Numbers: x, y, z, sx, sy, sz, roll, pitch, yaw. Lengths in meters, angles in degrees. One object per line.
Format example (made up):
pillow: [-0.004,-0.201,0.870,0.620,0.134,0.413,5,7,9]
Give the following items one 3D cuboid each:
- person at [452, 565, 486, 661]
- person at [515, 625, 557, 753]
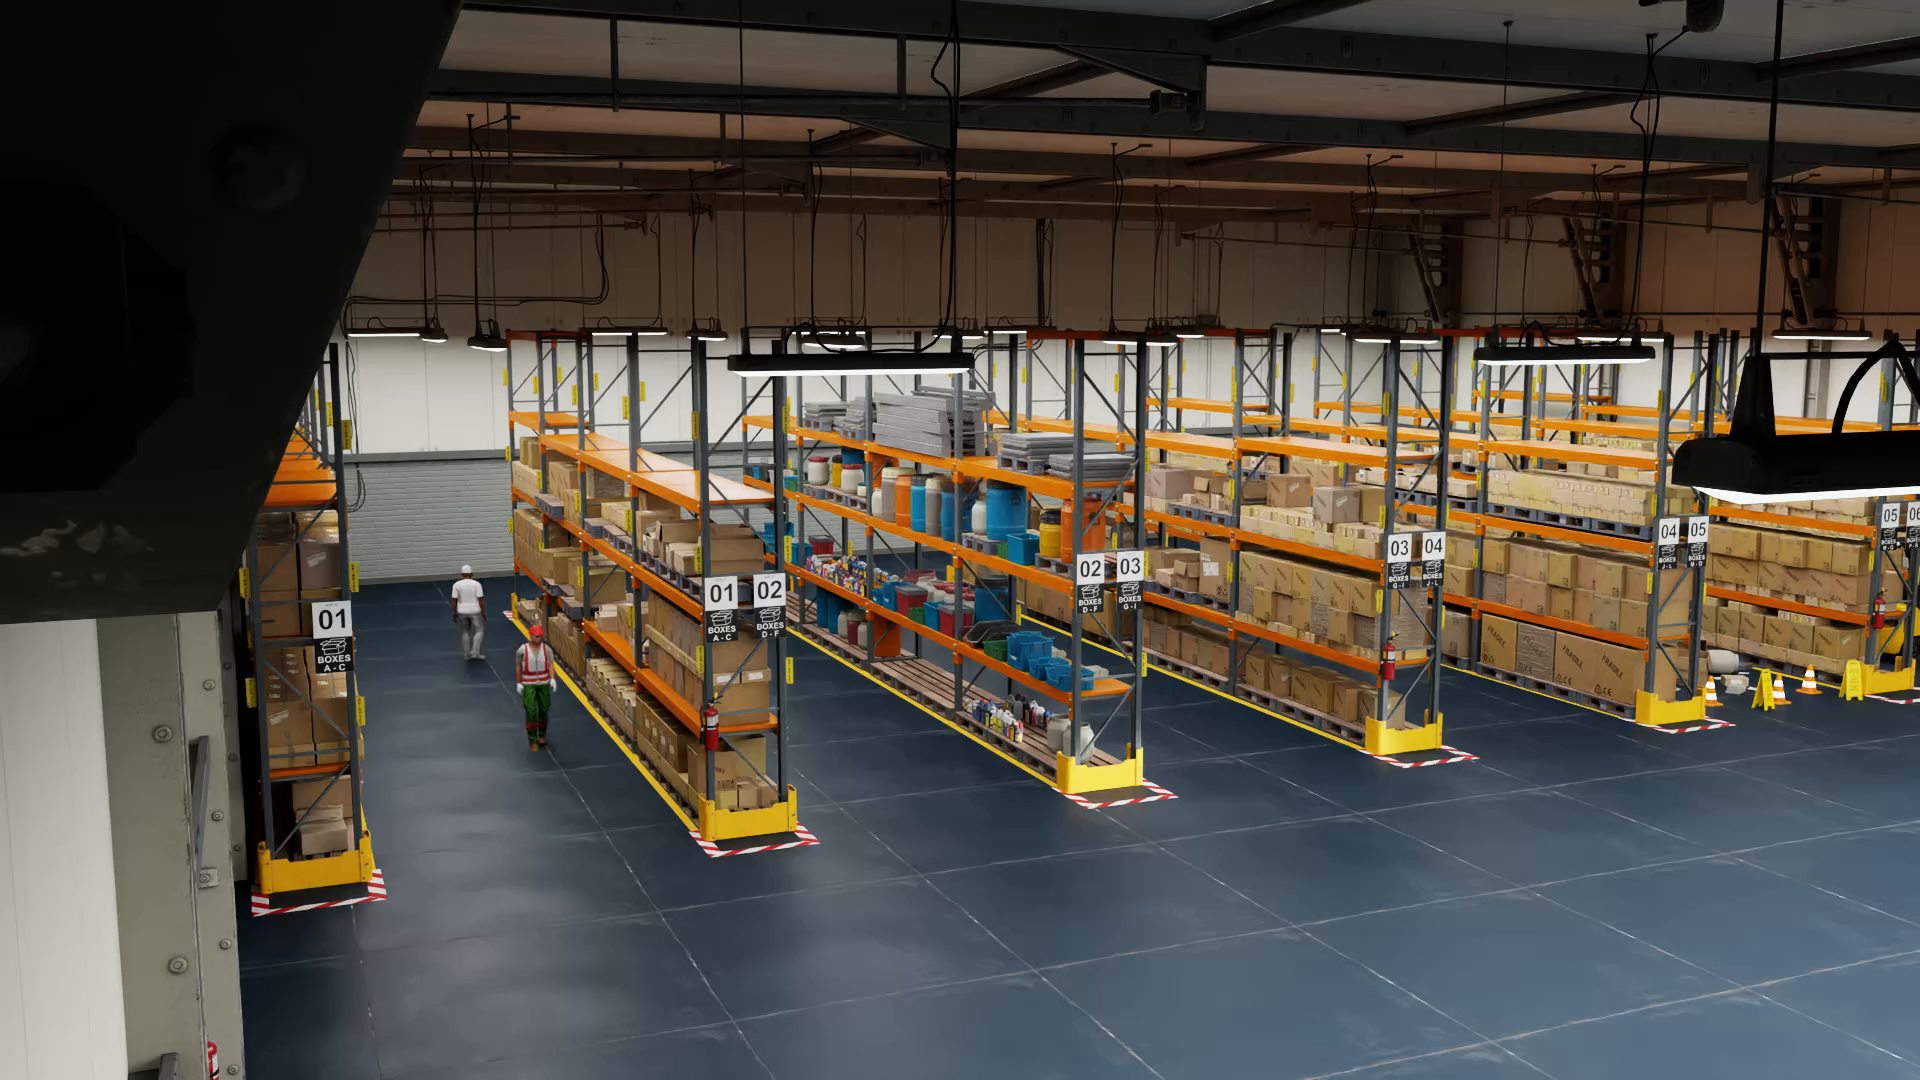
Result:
person: [-8.976,1.337,30.396,0.610,1.765,0.512,1,8,4]
person: [-6.164,2.163,24.319,0.550,1.804,0.667,-4,9,-28]
